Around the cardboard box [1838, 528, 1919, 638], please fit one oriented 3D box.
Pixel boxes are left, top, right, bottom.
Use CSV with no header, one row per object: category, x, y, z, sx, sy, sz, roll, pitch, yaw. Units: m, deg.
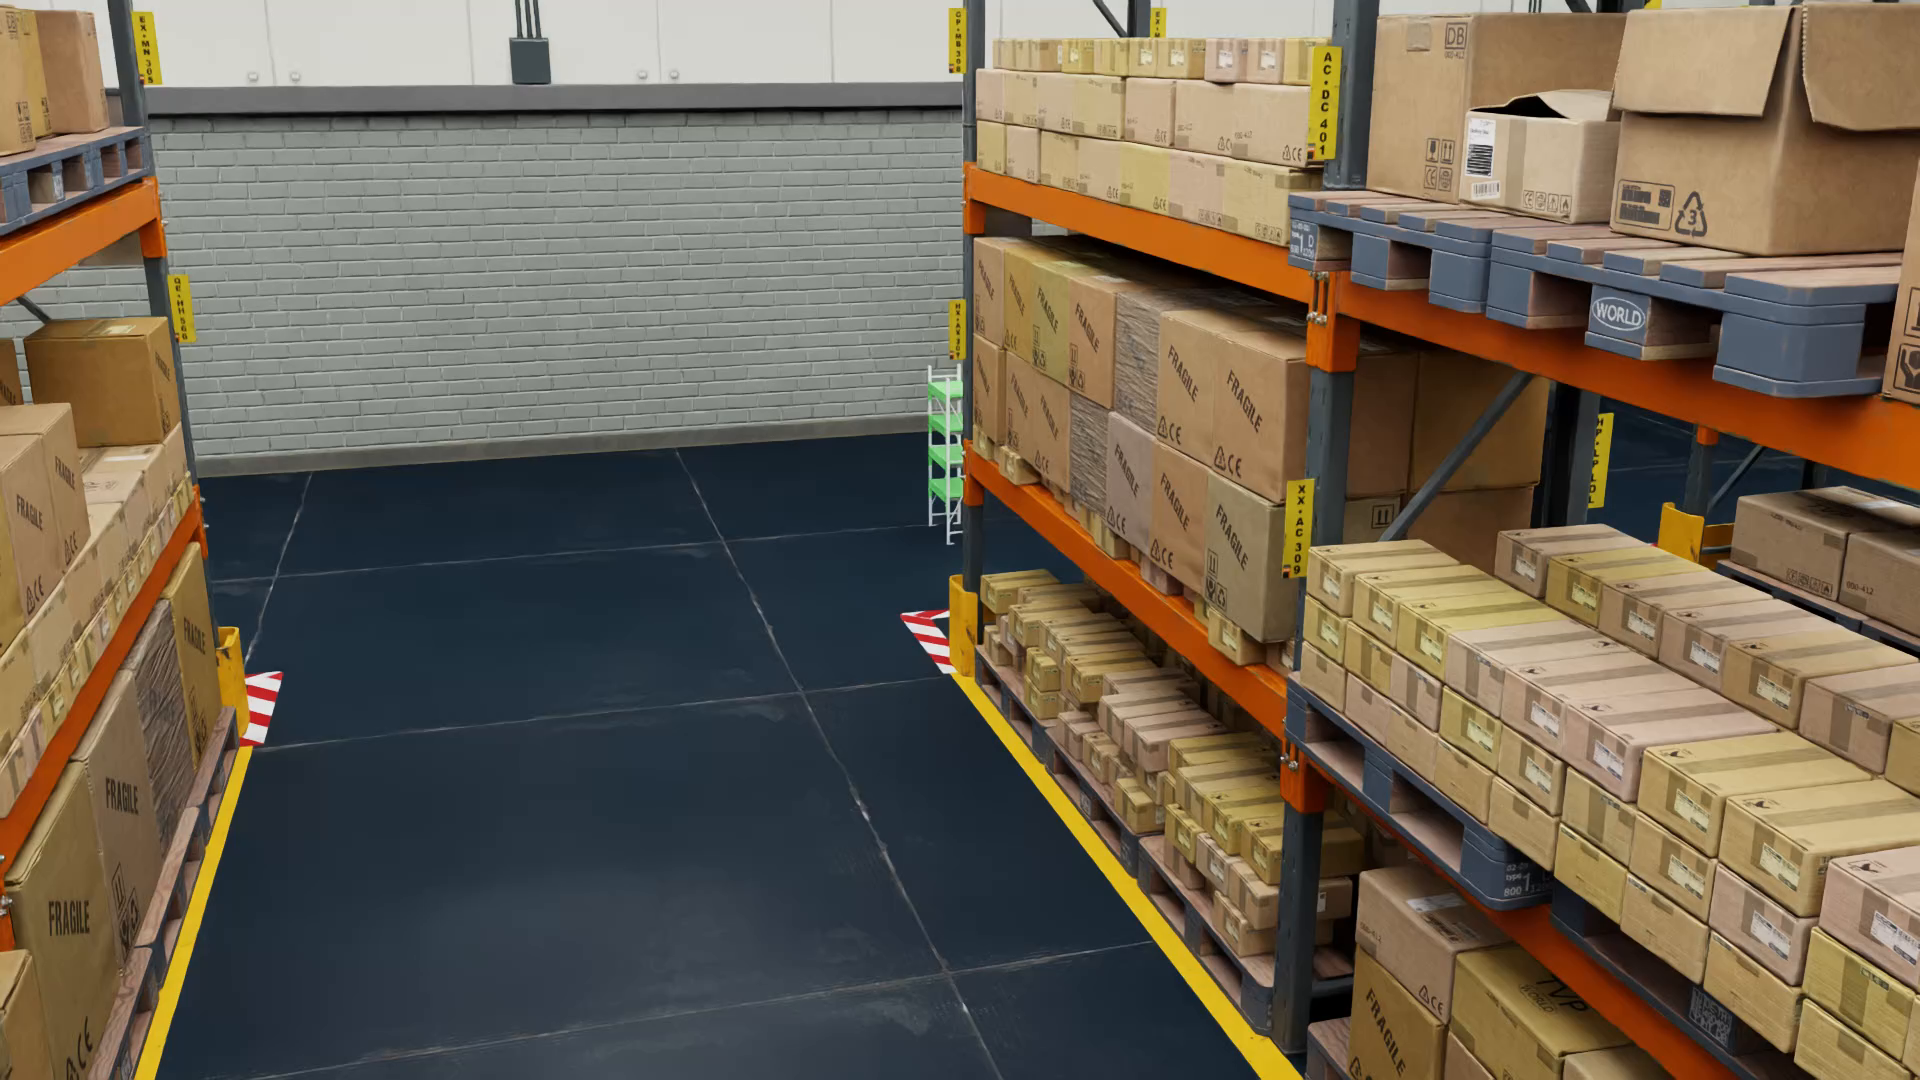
cardboard box,5.781,0.261,9.592,0.875,0.438,0.875,-4,17,-14

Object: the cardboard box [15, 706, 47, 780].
cardboard box,-3.019,0.638,5.052,0.380,0.149,0.250,-5,18,-17

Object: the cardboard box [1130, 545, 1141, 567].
cardboard box,0.947,0.032,7.069,0.380,0.149,0.250,-5,17,-16

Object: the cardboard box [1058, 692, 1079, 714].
cardboard box,0.700,0.838,8.173,0.380,0.149,0.250,-5,17,-15

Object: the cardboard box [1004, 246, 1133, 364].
cardboard box,0.525,-1.158,8.163,0.500,0.500,0.500,-4,17,-14

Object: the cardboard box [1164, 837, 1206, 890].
cardboard box,1.050,1.270,6.736,0.380,0.149,0.250,-5,18,-17

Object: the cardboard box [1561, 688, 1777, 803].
cardboard box,1.634,0.471,3.843,0.380,0.149,0.250,-4,17,-13

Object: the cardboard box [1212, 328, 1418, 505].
cardboard box,1.222,-0.444,5.787,0.500,0.500,0.500,-5,18,-17

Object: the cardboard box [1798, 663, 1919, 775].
cardboard box,2.267,0.424,3.998,0.380,0.149,0.250,-6,18,-18

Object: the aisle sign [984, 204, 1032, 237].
aisle sign,0.203,-2.014,8.924,0.394,0.787,0.004,-5,17,-15

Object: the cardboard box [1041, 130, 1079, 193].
cardboard box,0.684,-1.706,7.462,0.500,0.250,0.500,-5,18,-17

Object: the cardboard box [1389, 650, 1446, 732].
cardboard box,1.422,0.399,4.600,0.380,0.149,0.250,-4,17,-14

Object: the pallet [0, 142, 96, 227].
pallet,-3.732,-1.260,5.873,1.003,0.211,1.213,-5,17,-15

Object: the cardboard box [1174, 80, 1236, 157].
cardboard box,1.108,-1.523,5.985,0.500,0.250,0.500,-5,18,-18

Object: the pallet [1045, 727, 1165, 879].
pallet,1.054,1.148,7.763,1.003,0.211,1.213,-5,17,-15

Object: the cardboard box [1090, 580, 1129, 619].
cardboard box,0.915,0.307,8.907,0.380,0.149,0.250,-4,17,-14

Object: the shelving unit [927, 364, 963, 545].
shelving unit,-0.045,-0.620,11.932,0.258,1.200,0.503,-5,17,-15

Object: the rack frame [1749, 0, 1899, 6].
rack frame,5.244,-4.065,9.843,1.000,3.000,0.127,-5,17,-15

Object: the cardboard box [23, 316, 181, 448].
cardboard box,-3.898,-0.724,7.589,0.500,0.500,0.500,-4,17,-15

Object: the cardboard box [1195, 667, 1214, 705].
cardboard box,1.311,0.667,7.708,0.380,0.149,0.250,-5,17,-15

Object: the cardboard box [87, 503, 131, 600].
cardboard box,-3.470,0.059,6.286,0.500,0.250,0.500,-5,17,-15

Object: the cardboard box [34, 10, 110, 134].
cardboard box,-4.090,-2.002,7.112,0.700,0.500,0.500,-6,18,-19

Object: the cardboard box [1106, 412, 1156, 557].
cardboard box,0.930,-0.249,6.877,0.500,0.500,0.500,-5,17,-16

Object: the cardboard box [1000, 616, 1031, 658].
cardboard box,0.430,0.495,8.800,0.380,0.149,0.250,-5,17,-16

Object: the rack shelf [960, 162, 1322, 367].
rack shelf,1.062,-1.311,7.140,1.077,0.370,4.000,-5,17,-15

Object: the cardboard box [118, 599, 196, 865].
cardboard box,-3.782,0.830,6.937,0.875,0.875,0.875,-5,17,-15

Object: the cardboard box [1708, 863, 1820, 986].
cardboard box,1.780,0.760,3.399,0.380,0.149,0.250,-4,17,-14

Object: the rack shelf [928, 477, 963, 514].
rack shelf,-0.045,-0.329,12.019,0.258,0.148,0.480,-5,17,-15

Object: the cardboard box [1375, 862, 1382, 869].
cardboard box,1.819,1.230,6.352,0.380,0.149,0.250,-4,17,-13

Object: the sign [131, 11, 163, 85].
sign,-3.759,-2.270,7.680,0.100,0.325,0.005,-5,17,-15

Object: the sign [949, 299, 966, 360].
sign,-0.010,-1.144,9.043,0.100,0.325,0.005,-5,17,-15

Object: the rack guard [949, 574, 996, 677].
rack guard,0.533,0.446,9.600,1.175,0.500,0.348,-5,17,-15

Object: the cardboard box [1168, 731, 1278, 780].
cardboard box,1.083,0.922,6.862,0.380,0.149,0.250,-4,17,-13

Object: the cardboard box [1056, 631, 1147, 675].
cardboard box,0.682,0.565,8.050,0.380,0.149,0.250,-4,17,-13

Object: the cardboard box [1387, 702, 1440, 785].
cardboard box,1.424,0.544,4.634,0.380,0.149,0.250,-5,17,-15

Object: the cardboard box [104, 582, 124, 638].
cardboard box,-3.377,0.279,6.245,0.380,0.149,0.250,-5,17,-17

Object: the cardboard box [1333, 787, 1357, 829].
cardboard box,1.697,1.021,6.532,0.380,0.149,0.250,-4,17,-13

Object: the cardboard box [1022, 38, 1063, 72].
cardboard box,0.505,-2.240,7.680,0.380,0.149,0.250,-4,17,-14

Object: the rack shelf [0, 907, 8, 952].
rack shelf,-2.636,1.596,2.676,1.077,0.370,4.000,-5,17,-15

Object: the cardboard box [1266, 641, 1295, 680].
cardboard box,1.308,0.394,5.864,0.380,0.149,0.250,-5,17,-16

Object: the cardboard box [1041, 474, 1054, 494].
cardboard box,0.621,-0.330,8.274,0.380,0.149,0.250,-4,17,-13

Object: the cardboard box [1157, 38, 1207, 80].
cardboard box,0.968,-1.814,6.261,0.380,0.149,0.250,-5,18,-17

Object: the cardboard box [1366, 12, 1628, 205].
cardboard box,1.610,-1.238,4.742,0.700,0.500,0.500,-5,17,-15

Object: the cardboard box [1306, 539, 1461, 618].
cardboard box,1.277,0.113,5.033,0.380,0.149,0.250,-4,17,-12

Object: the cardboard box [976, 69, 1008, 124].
cardboard box,0.385,-2.232,8.346,0.500,0.250,0.500,-4,17,-14

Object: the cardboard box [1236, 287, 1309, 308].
cardboard box,1.456,-0.763,6.851,0.500,0.500,0.500,-4,17,-14

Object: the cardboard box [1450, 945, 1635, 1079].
cardboard box,1.709,1.343,4.578,0.500,0.250,0.500,-4,17,-14

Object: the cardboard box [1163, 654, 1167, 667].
cardboard box,1.231,0.658,8.255,0.380,0.149,0.250,-4,17,-14

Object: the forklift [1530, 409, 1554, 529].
forklift,2.944,-0.793,9.496,3.031,2.935,1.130,12,20,34

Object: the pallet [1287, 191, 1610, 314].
pallet,1.678,-0.834,4.626,1.213,0.211,1.003,-5,17,-15

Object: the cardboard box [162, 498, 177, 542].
cardboard box,-3.729,-0.074,7.421,0.380,0.149,0.250,-5,17,-15

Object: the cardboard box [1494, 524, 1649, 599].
cardboard box,1.909,0.064,5.199,0.380,0.149,0.250,-4,17,-13

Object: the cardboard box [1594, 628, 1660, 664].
cardboard box,2.049,0.347,4.774,0.380,0.149,0.250,-4,17,-13

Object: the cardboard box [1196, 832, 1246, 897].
cardboard box,1.133,1.220,6.386,0.380,0.149,0.250,-6,18,-18

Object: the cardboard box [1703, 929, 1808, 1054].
cardboard box,1.785,0.904,3.435,0.380,0.149,0.250,-4,17,-14

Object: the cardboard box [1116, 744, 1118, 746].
cardboard box,0.892,0.848,7.623,0.380,0.149,0.250,-4,17,-13
